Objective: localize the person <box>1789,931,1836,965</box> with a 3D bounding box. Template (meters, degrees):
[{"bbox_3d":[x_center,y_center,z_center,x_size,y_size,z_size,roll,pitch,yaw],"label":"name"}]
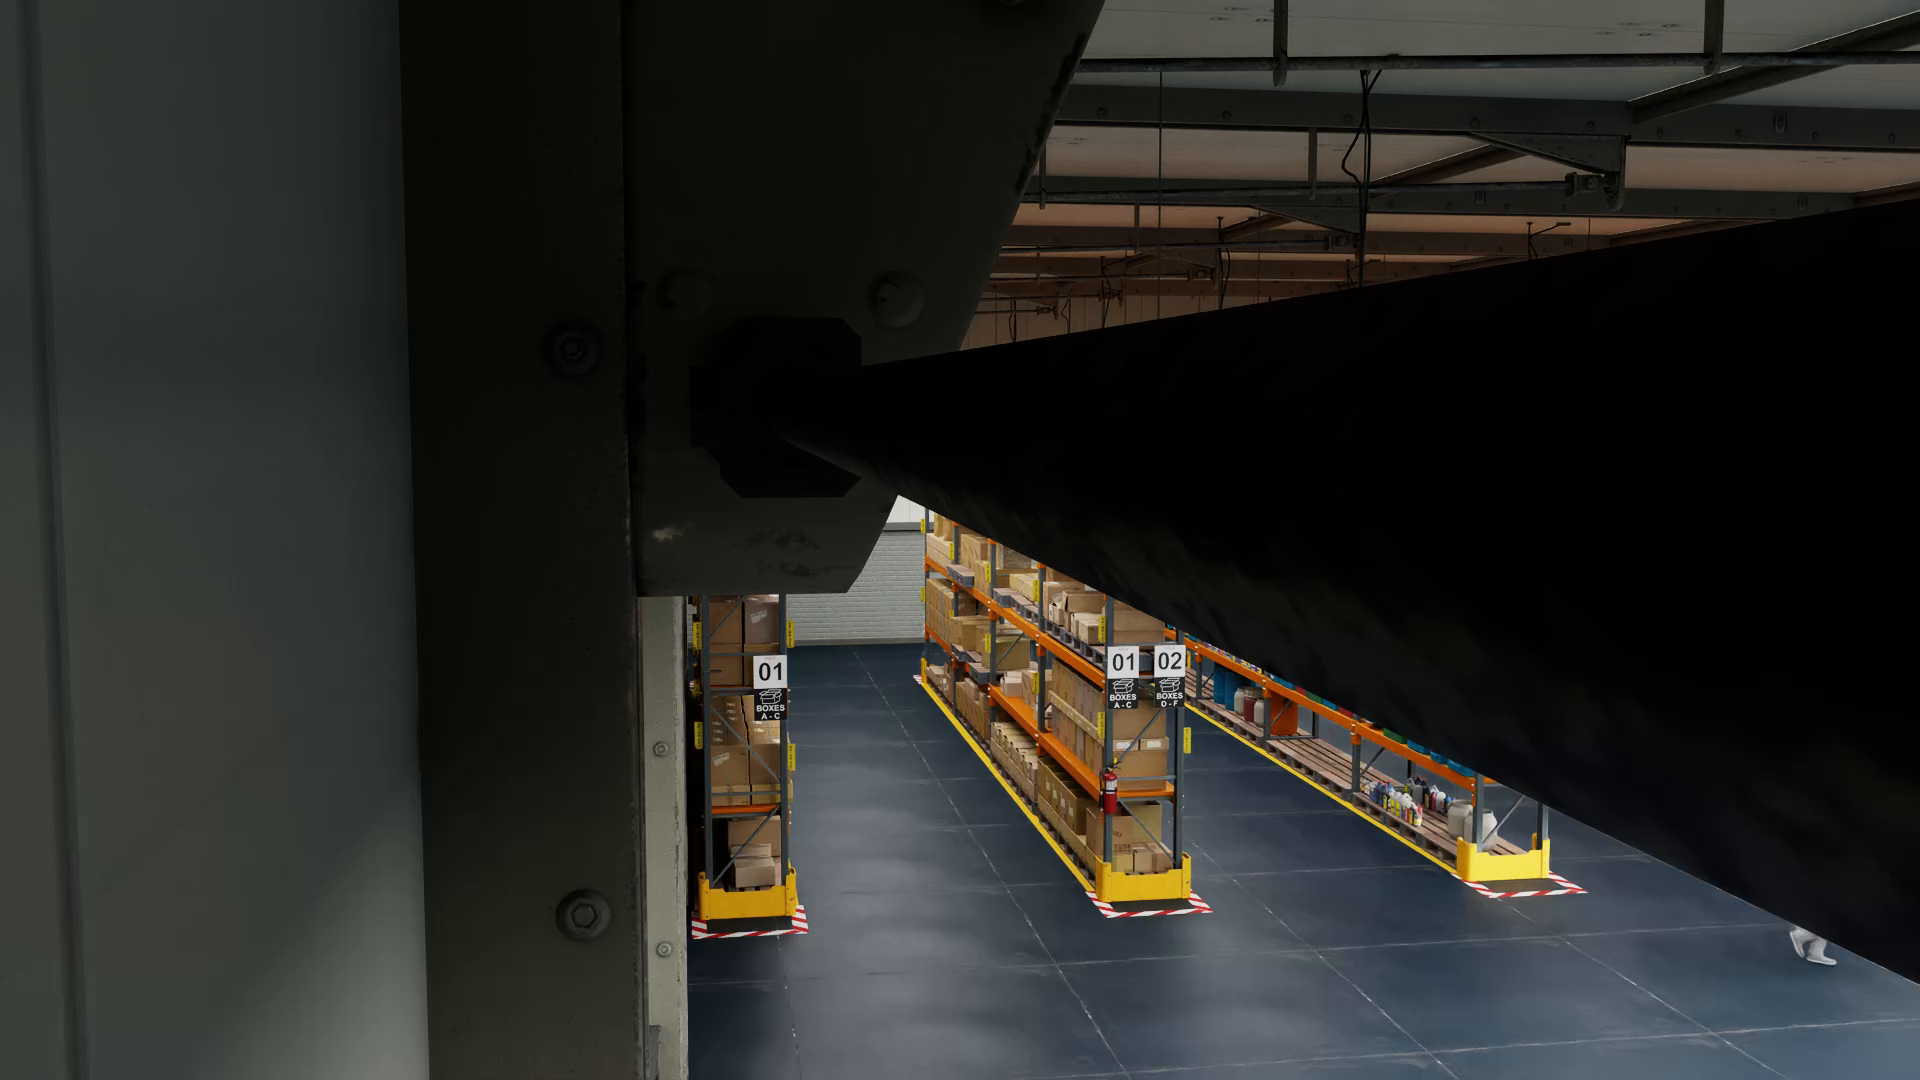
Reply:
[{"bbox_3d":[9.507,3.880,18.462,0.549,1.655,0.564,1,5,15],"label":"person"}]

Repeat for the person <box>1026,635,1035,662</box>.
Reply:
[{"bbox_3d":[1.342,2.192,37.048,0.689,1.526,0.426,3,6,32],"label":"person"}]
